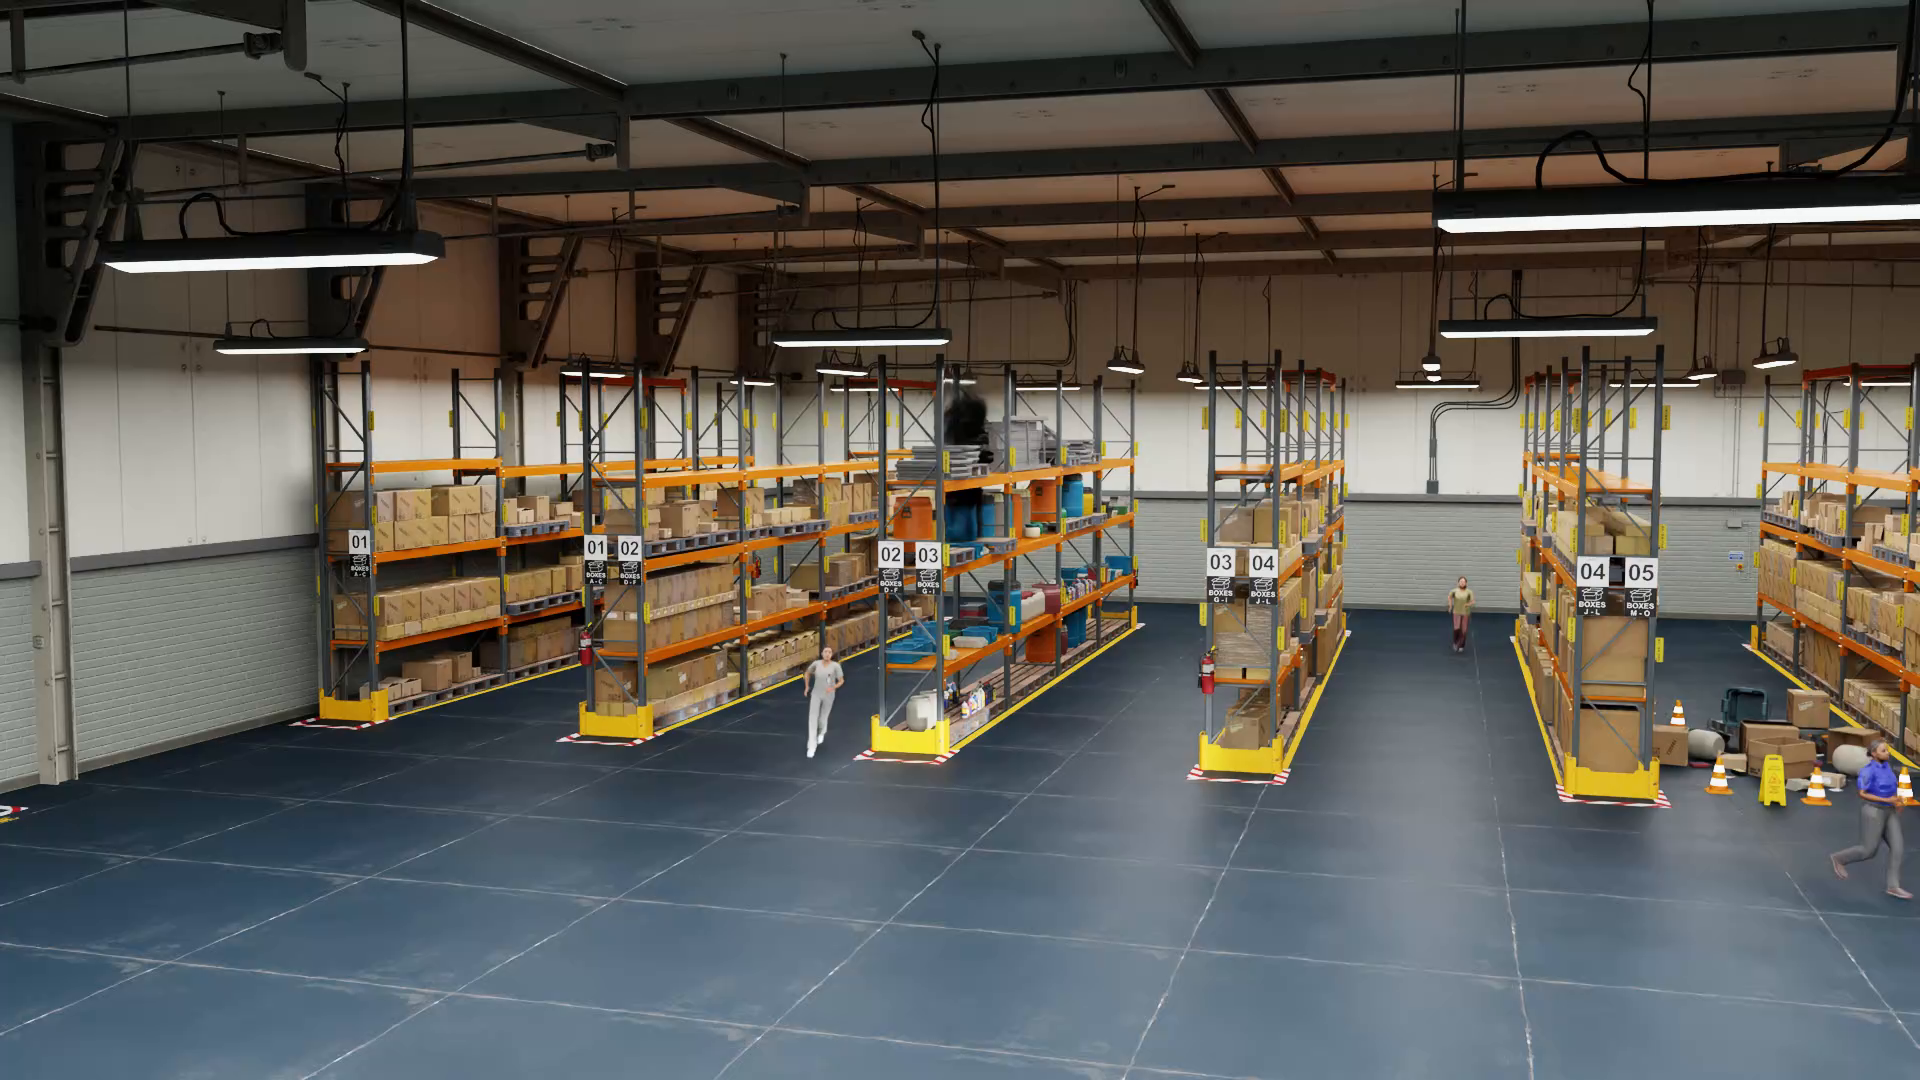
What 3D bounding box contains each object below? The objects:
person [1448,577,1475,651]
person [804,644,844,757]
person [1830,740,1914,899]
[{"bbox_3d":[10.812,1.606,35.868,0.556,1.634,0.616,1,4,14],"label":"person"},{"bbox_3d":[-2.055,2.394,25.176,0.604,1.663,0.864,0,4,1],"label":"person"},{"bbox_3d":[9.721,2.923,17.639,0.588,1.623,0.853,-2,5,-27],"label":"person"}]
